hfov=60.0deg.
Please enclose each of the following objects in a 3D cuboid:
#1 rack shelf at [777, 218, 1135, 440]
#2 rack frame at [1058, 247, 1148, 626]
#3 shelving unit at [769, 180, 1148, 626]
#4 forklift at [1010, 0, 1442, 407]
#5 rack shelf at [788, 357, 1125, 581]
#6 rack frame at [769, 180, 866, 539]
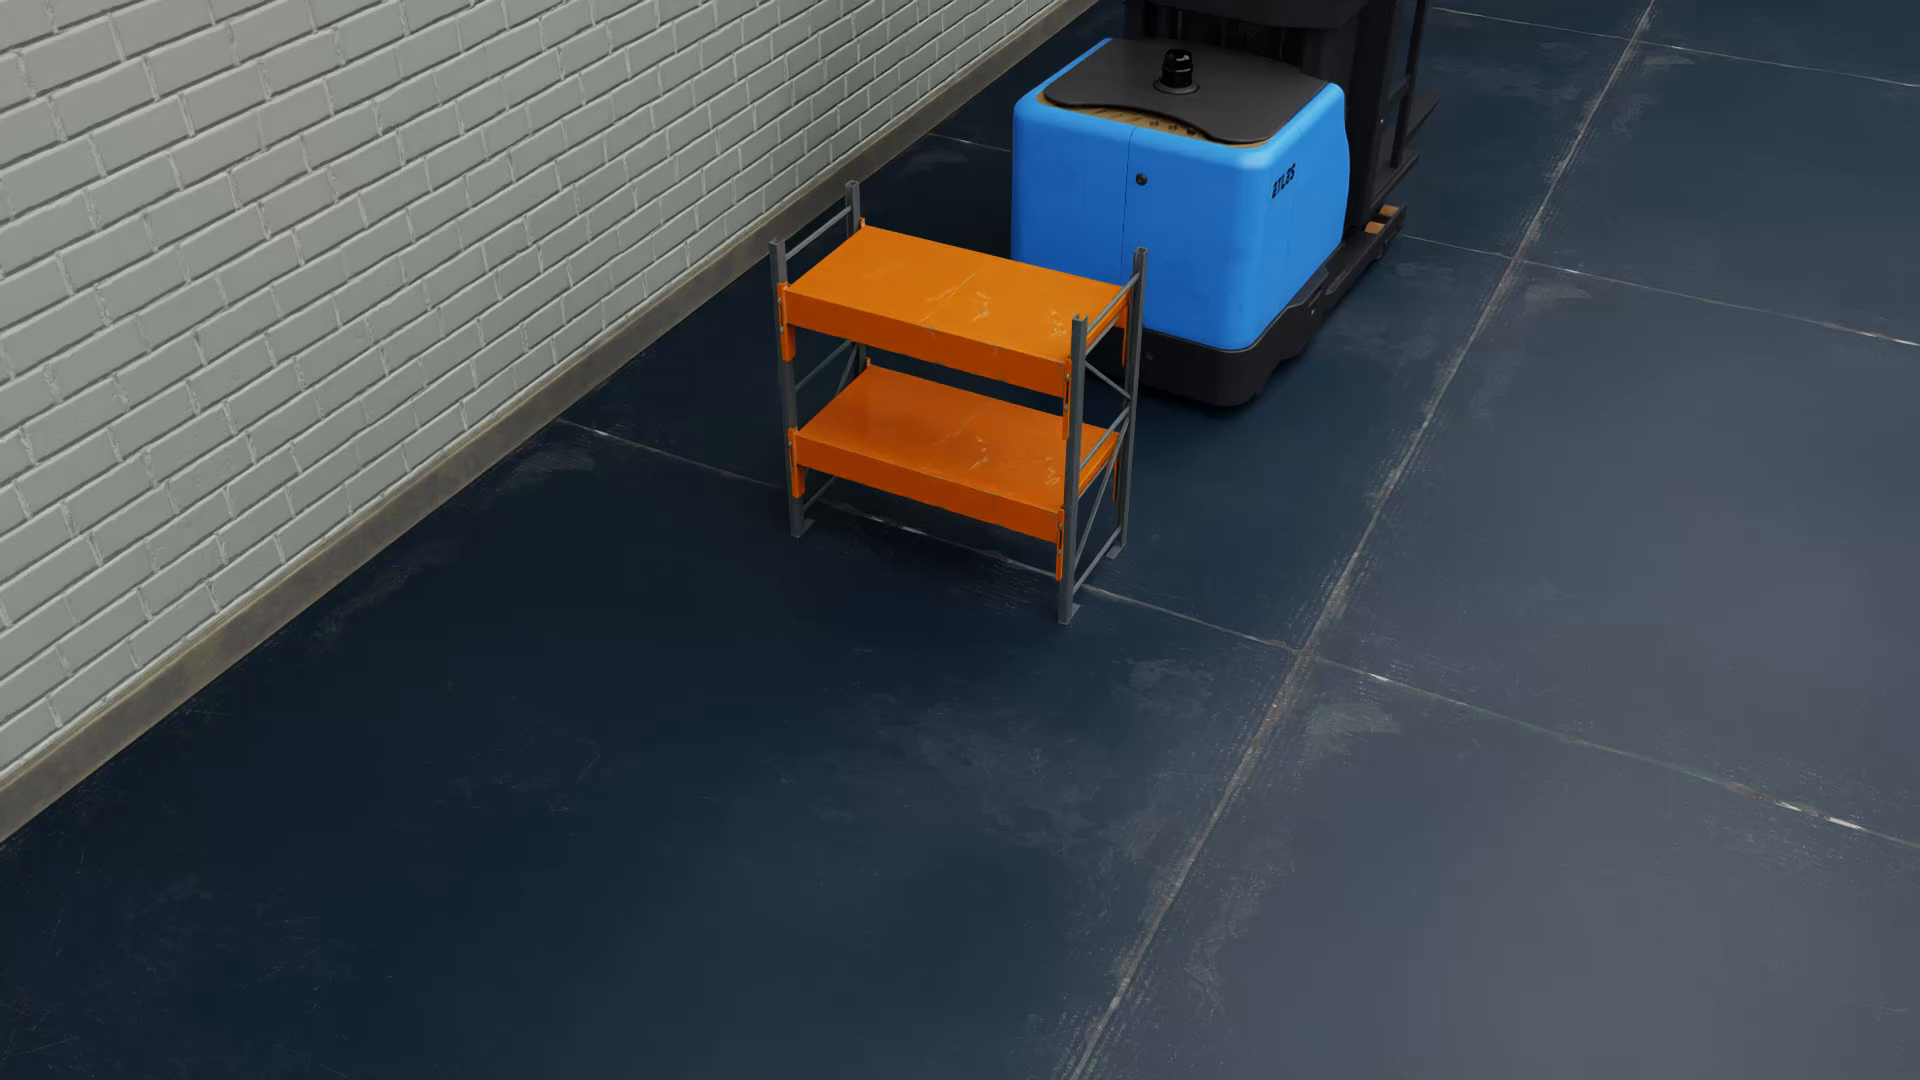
[{"bbox_3d":[-0.006,-0.683,5.235,1.000,0.278,0.538,17,41,21],"label":"rack shelf"},{"bbox_3d":[0.445,-0.309,5.226,0.032,1.125,0.500,17,41,21],"label":"rack frame"},{"bbox_3d":[-0.006,-0.450,5.412,1.048,1.125,0.538,17,41,21],"label":"shelving unit"},{"bbox_3d":[1.359,-2.541,6.673,1.130,2.935,3.031,19,41,24],"label":"forklift"},{"bbox_3d":[-0.006,-0.255,5.560,1.000,0.278,0.538,17,41,21],"label":"rack shelf"},{"bbox_3d":[-0.457,-0.591,5.599,0.032,1.125,0.500,17,41,21],"label":"rack frame"}]
